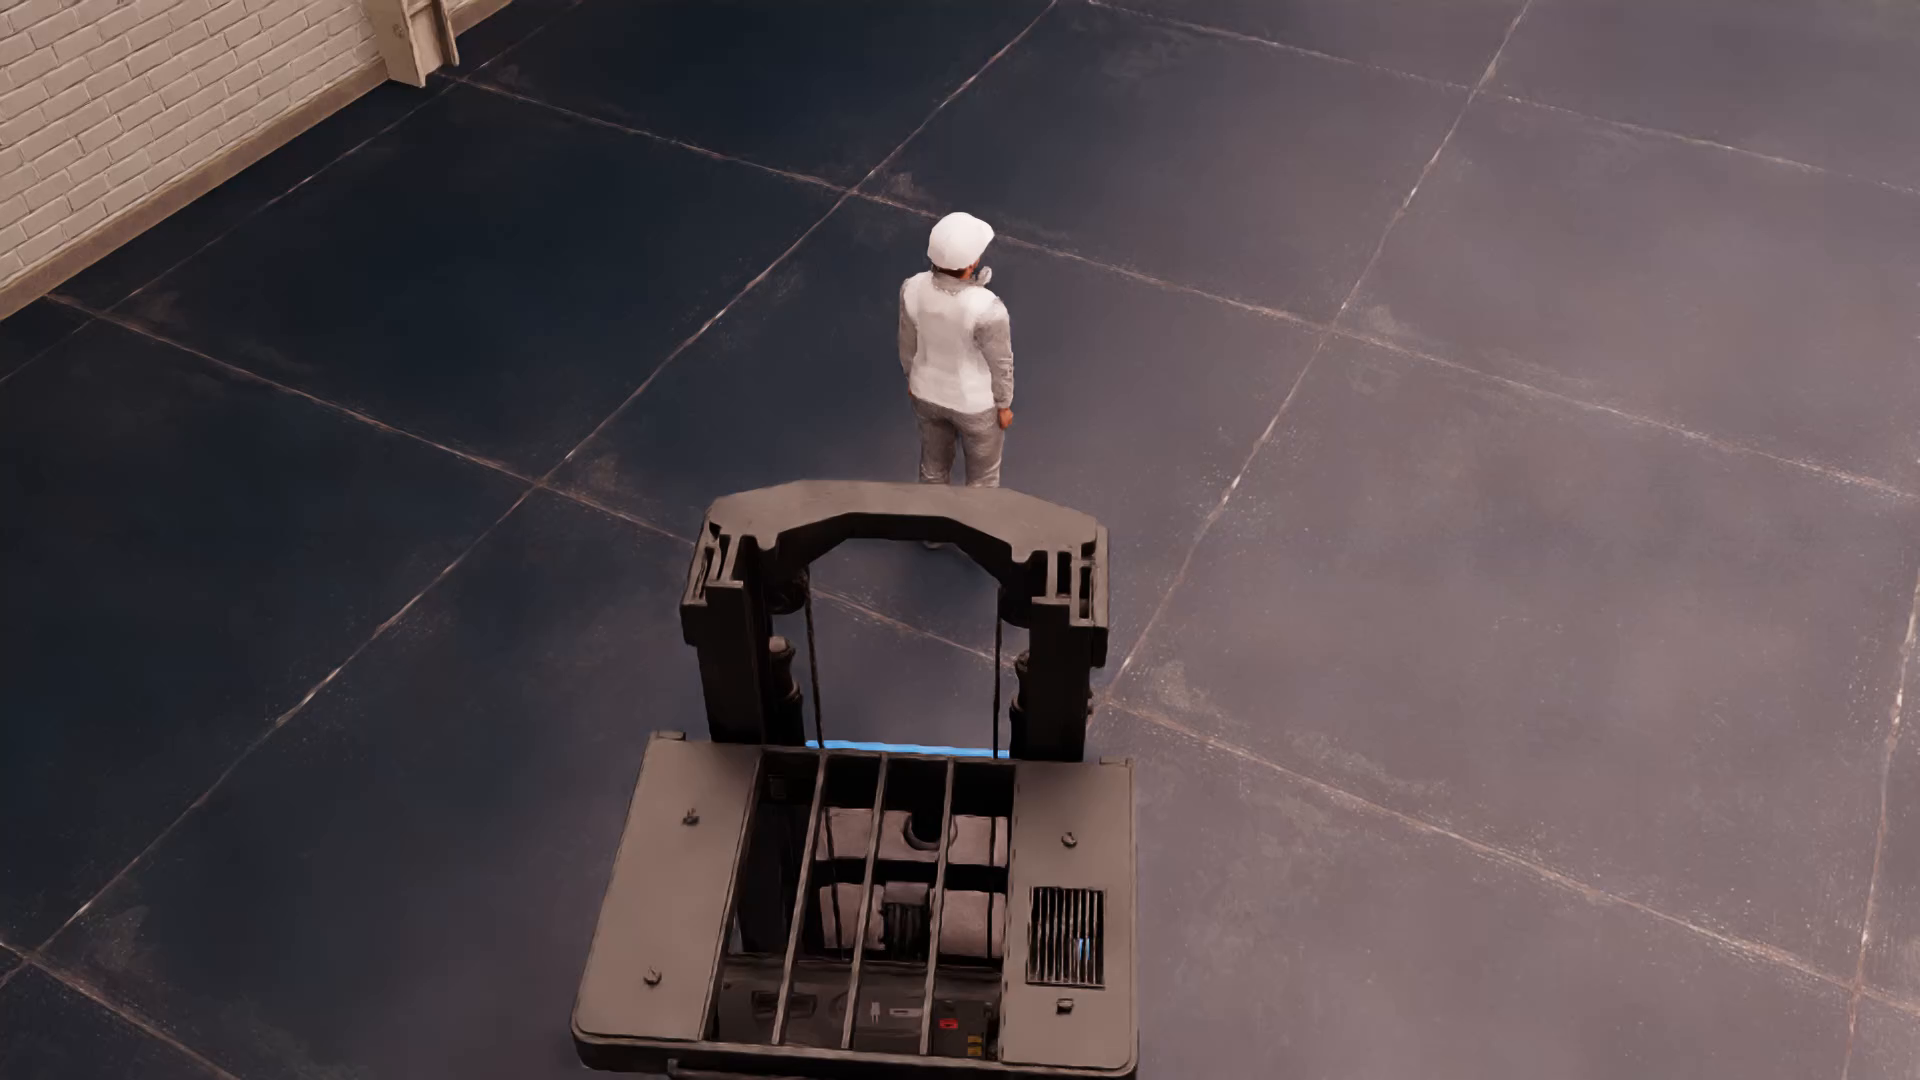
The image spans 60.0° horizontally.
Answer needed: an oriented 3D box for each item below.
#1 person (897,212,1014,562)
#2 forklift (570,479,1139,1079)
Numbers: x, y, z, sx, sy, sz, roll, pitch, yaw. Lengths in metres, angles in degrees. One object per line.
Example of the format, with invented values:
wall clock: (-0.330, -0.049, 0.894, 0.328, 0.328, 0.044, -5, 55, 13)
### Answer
person: (0.001, -0.651, 7.189, 0.529, 1.776, 0.356, 20, 47, 20)
forklift: (-0.176, 1.407, 4.160, 1.130, 2.935, 3.031, 3, 43, 3)
